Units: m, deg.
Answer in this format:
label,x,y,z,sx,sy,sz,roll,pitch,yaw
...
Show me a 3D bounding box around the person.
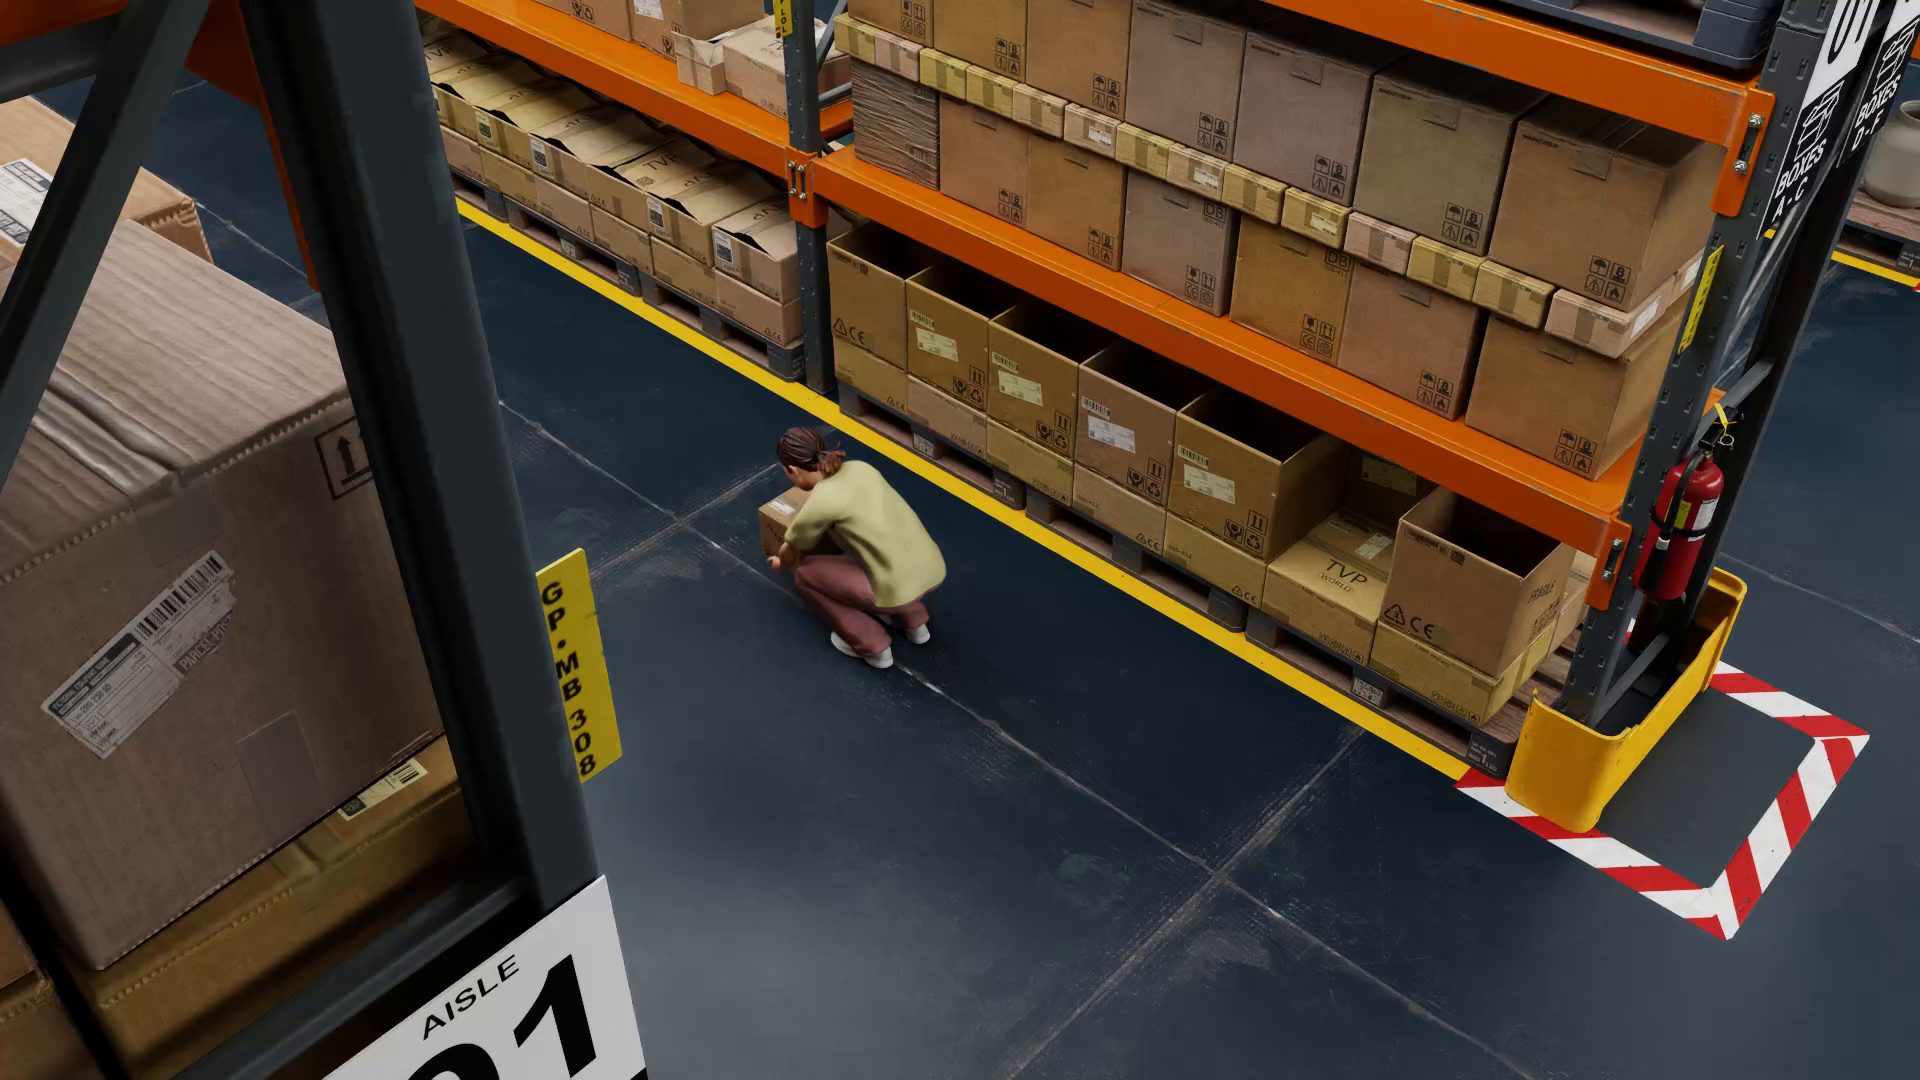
label,x,y,z,sx,sy,sz,roll,pitch,yaw
person,-0.433,0.009,6.736,0.804,0.929,0.488,31,48,32
